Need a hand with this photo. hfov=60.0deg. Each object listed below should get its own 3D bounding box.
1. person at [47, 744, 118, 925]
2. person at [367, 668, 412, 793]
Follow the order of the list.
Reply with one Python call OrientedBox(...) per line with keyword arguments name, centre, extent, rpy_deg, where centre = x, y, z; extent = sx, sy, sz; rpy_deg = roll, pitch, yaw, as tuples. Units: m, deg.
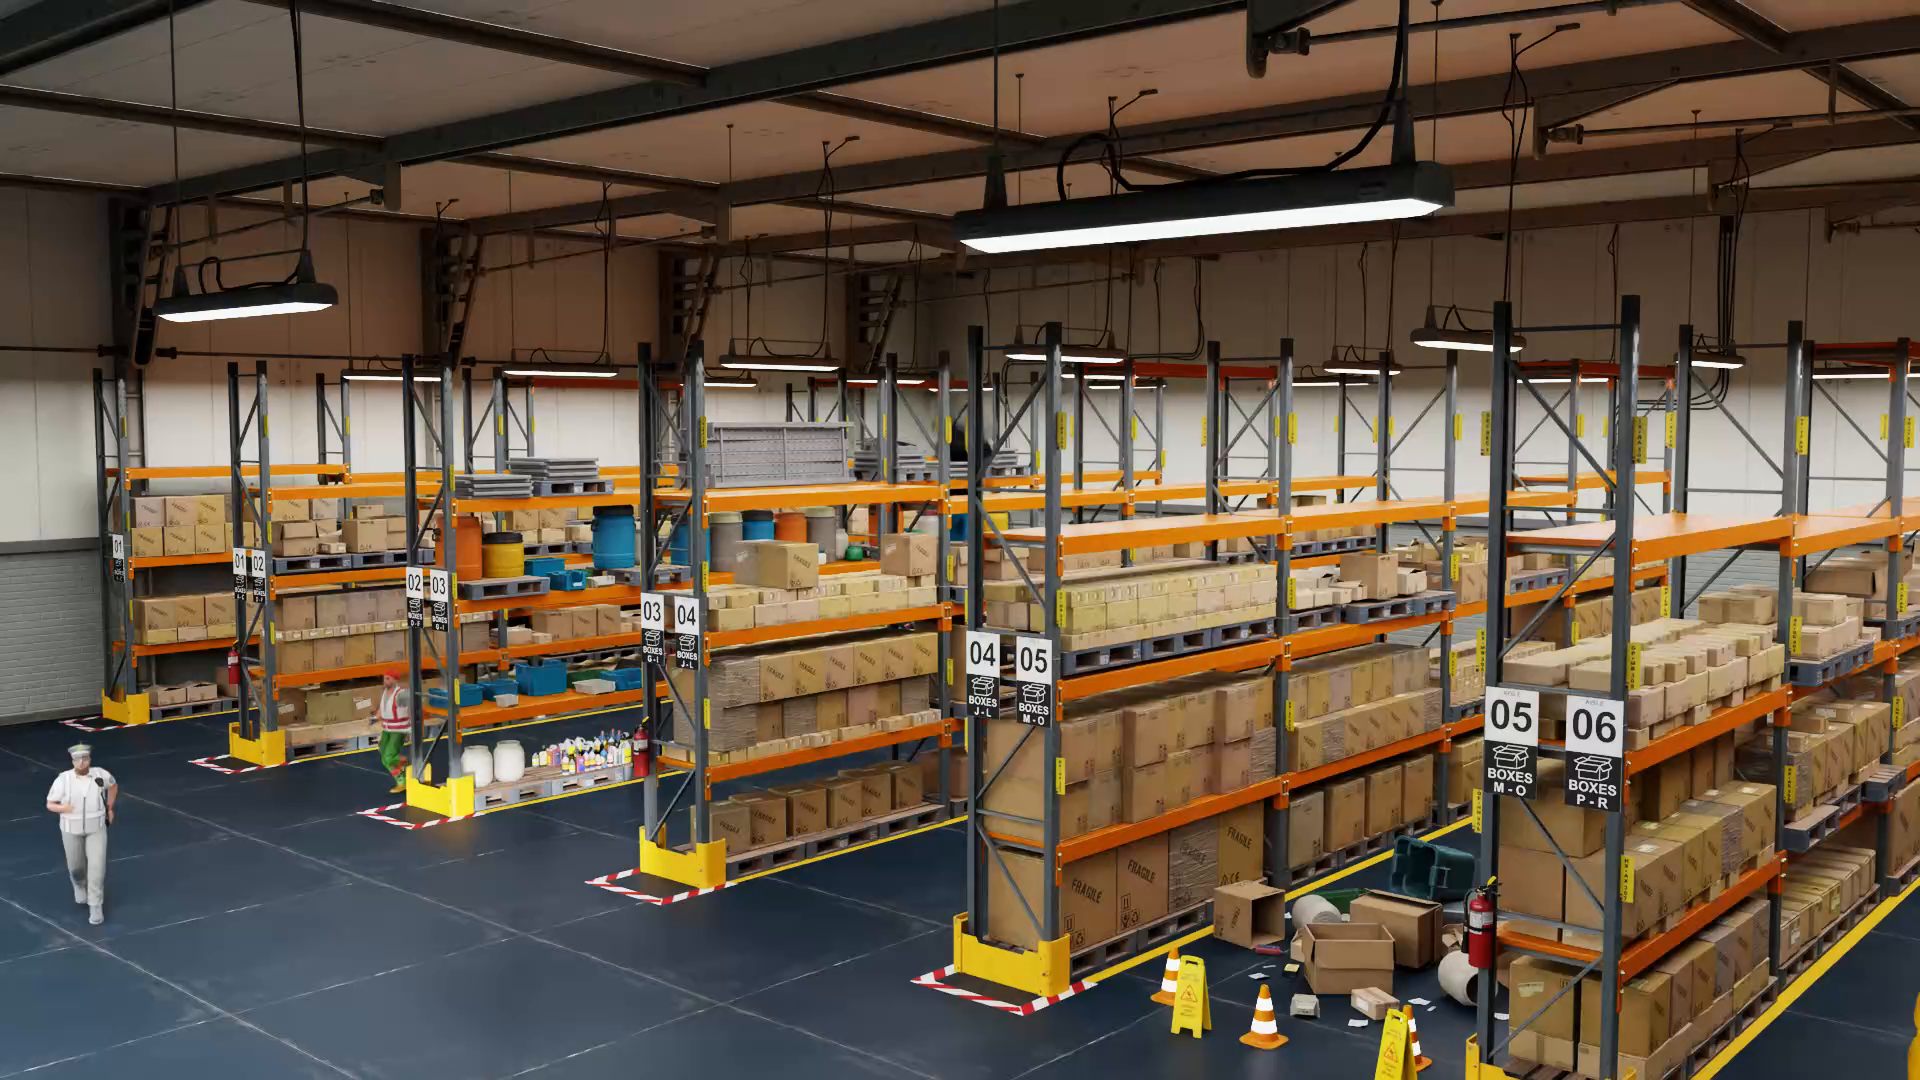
OrientedBox(name="person", centre=(-9.071, 2.994, 17.218), extent=(0.659, 1.788, 0.966), rpy_deg=(-2, 5, -29))
OrientedBox(name="person", centre=(-7.796, 2.623, 22.886), extent=(0.671, 1.726, 0.613), rpy_deg=(3, 5, 32))
